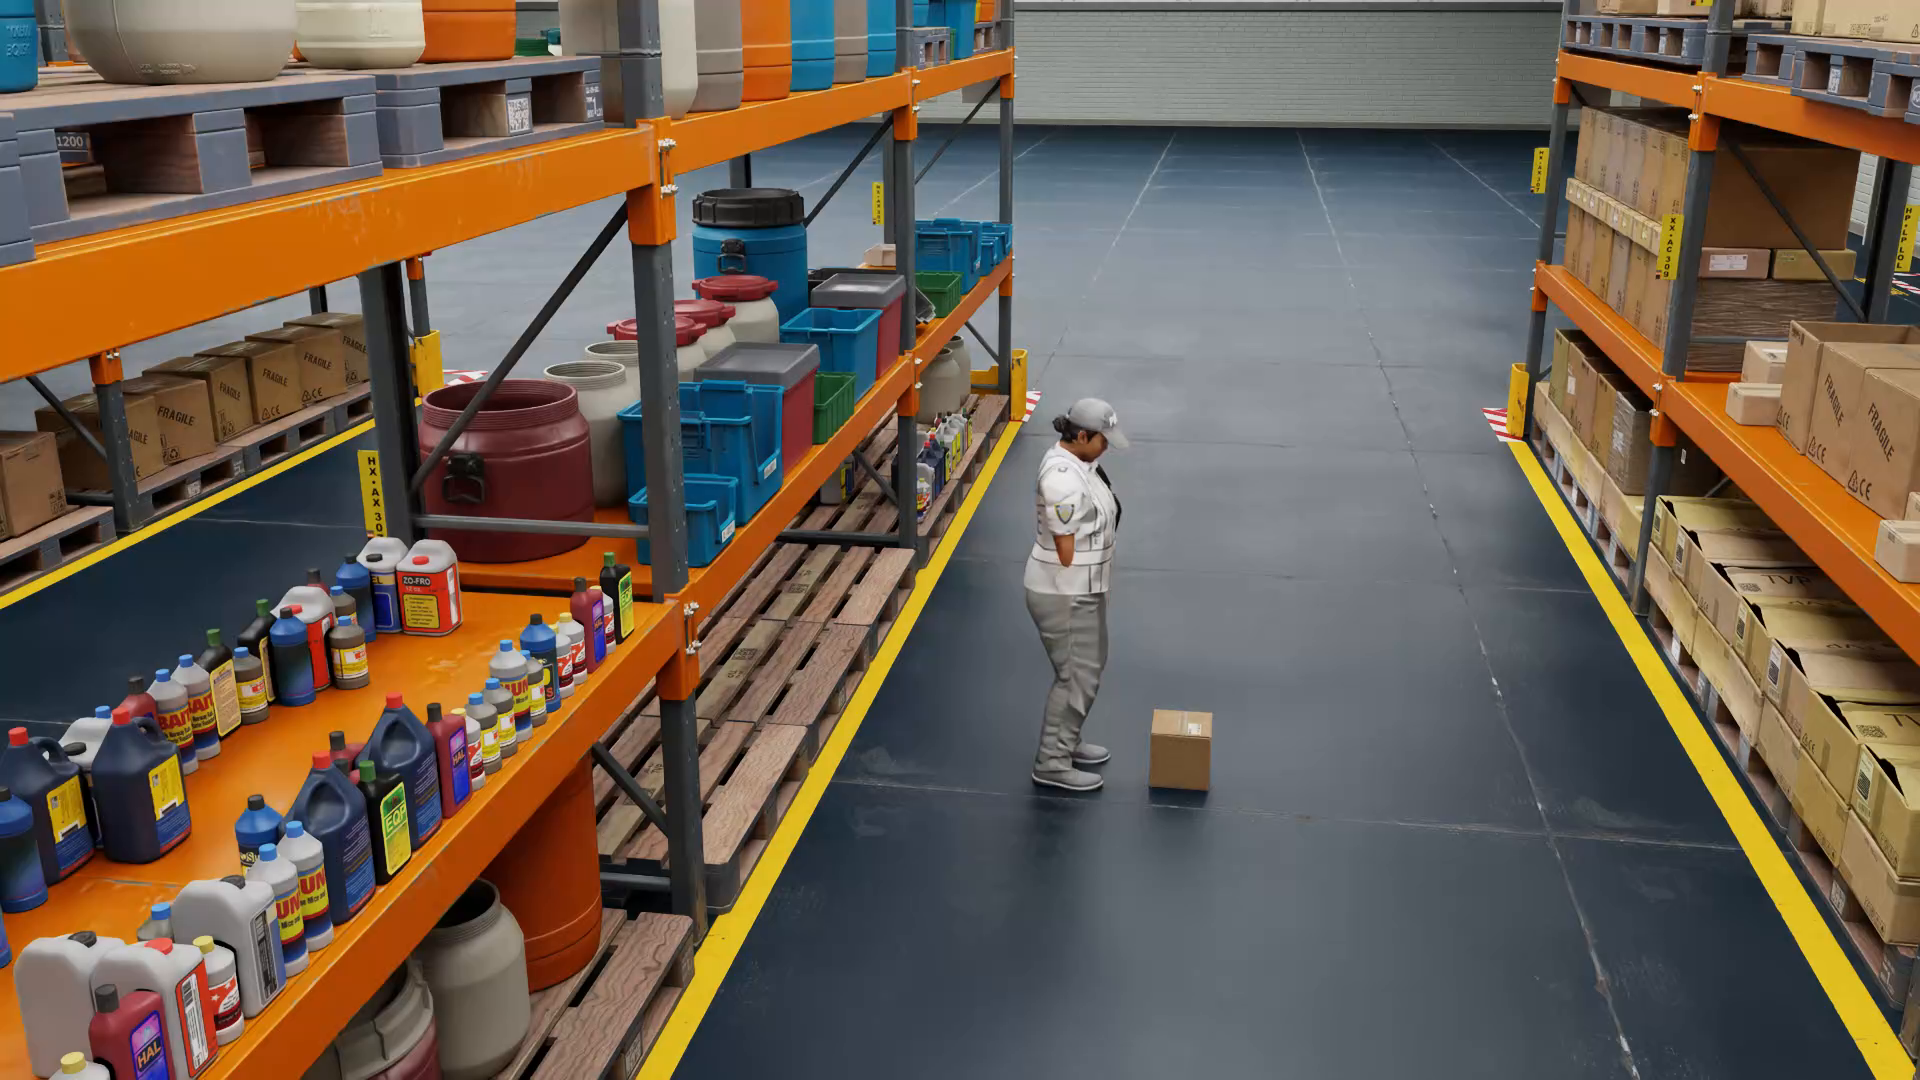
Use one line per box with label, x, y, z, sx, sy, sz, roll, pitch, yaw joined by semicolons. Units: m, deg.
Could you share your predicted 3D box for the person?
person;0.477;0.209;6.955;0.419;1.646;0.480;3;18;10
